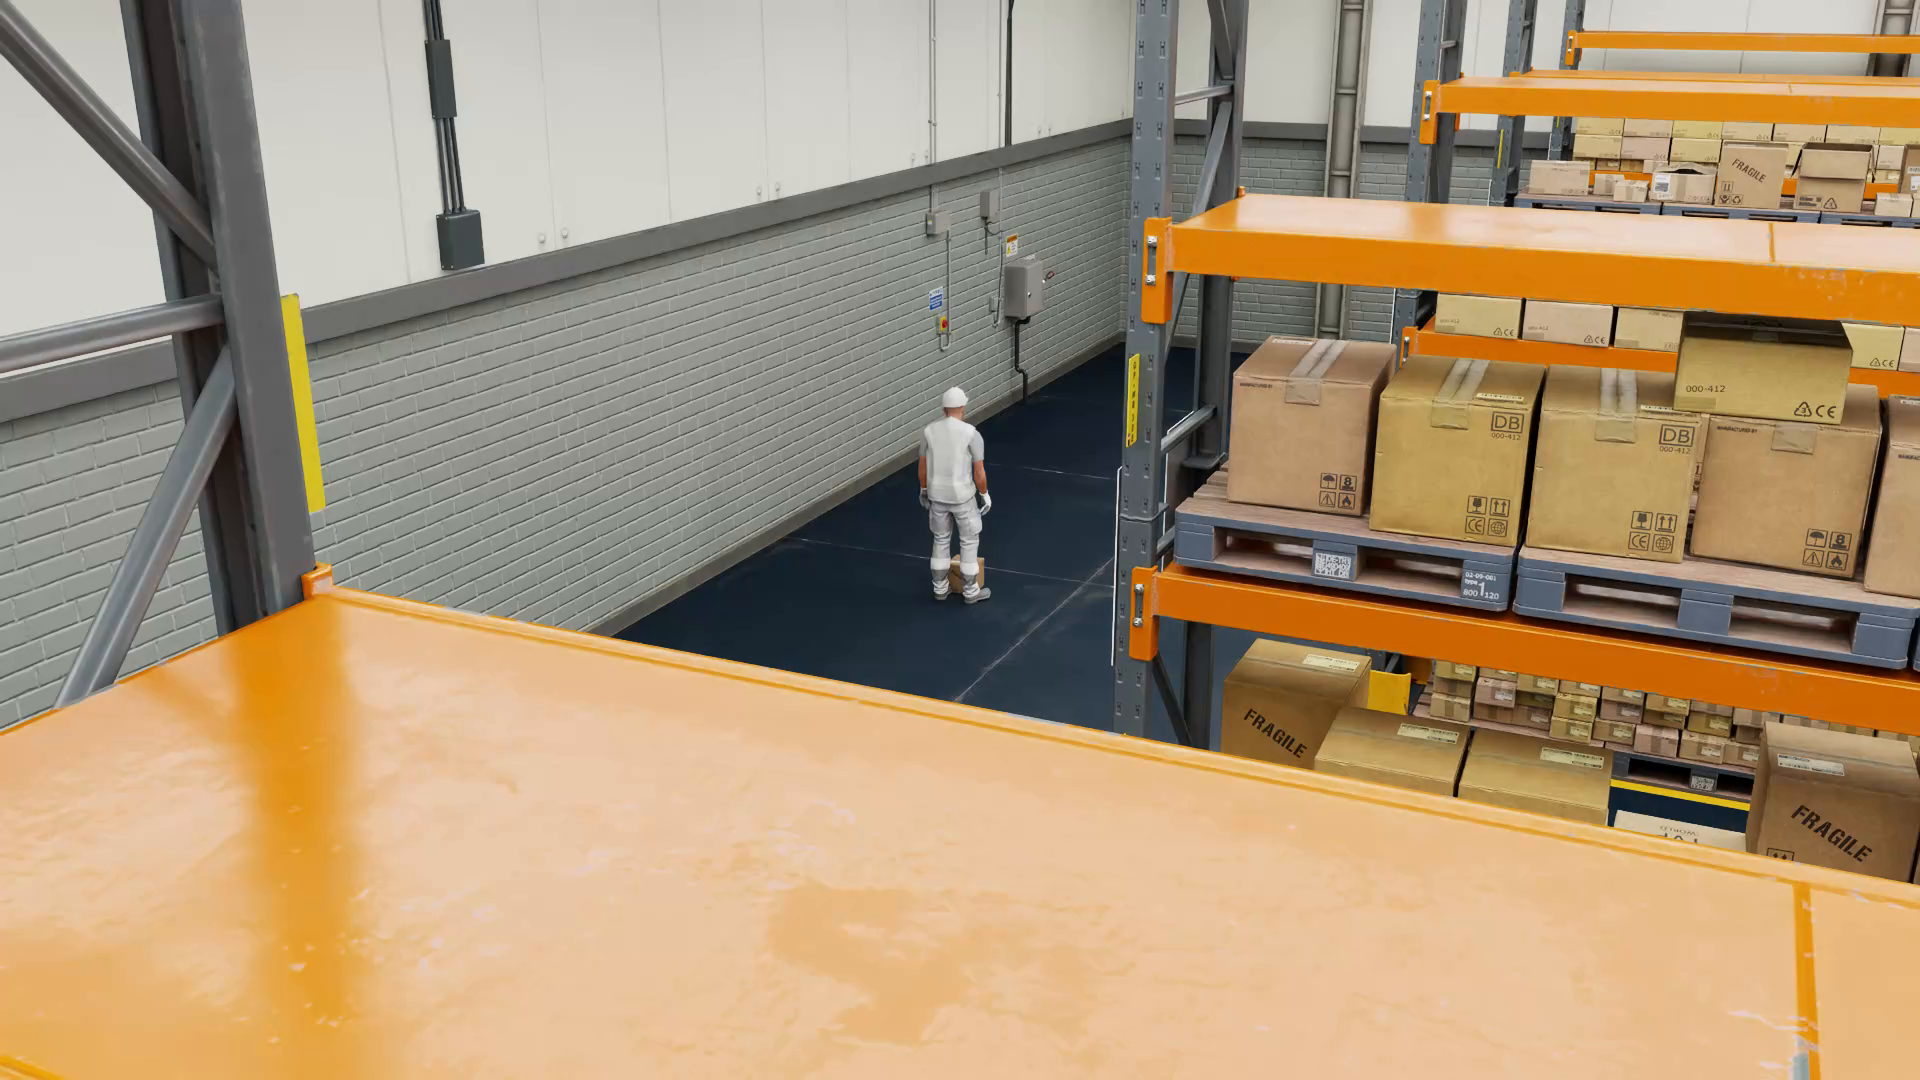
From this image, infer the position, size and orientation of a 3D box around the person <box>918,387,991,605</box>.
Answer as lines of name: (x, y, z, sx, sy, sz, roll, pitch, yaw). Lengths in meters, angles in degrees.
person: (-0.049, -0.364, 13.606, 0.623, 1.780, 0.449, 8, 20, 21)
